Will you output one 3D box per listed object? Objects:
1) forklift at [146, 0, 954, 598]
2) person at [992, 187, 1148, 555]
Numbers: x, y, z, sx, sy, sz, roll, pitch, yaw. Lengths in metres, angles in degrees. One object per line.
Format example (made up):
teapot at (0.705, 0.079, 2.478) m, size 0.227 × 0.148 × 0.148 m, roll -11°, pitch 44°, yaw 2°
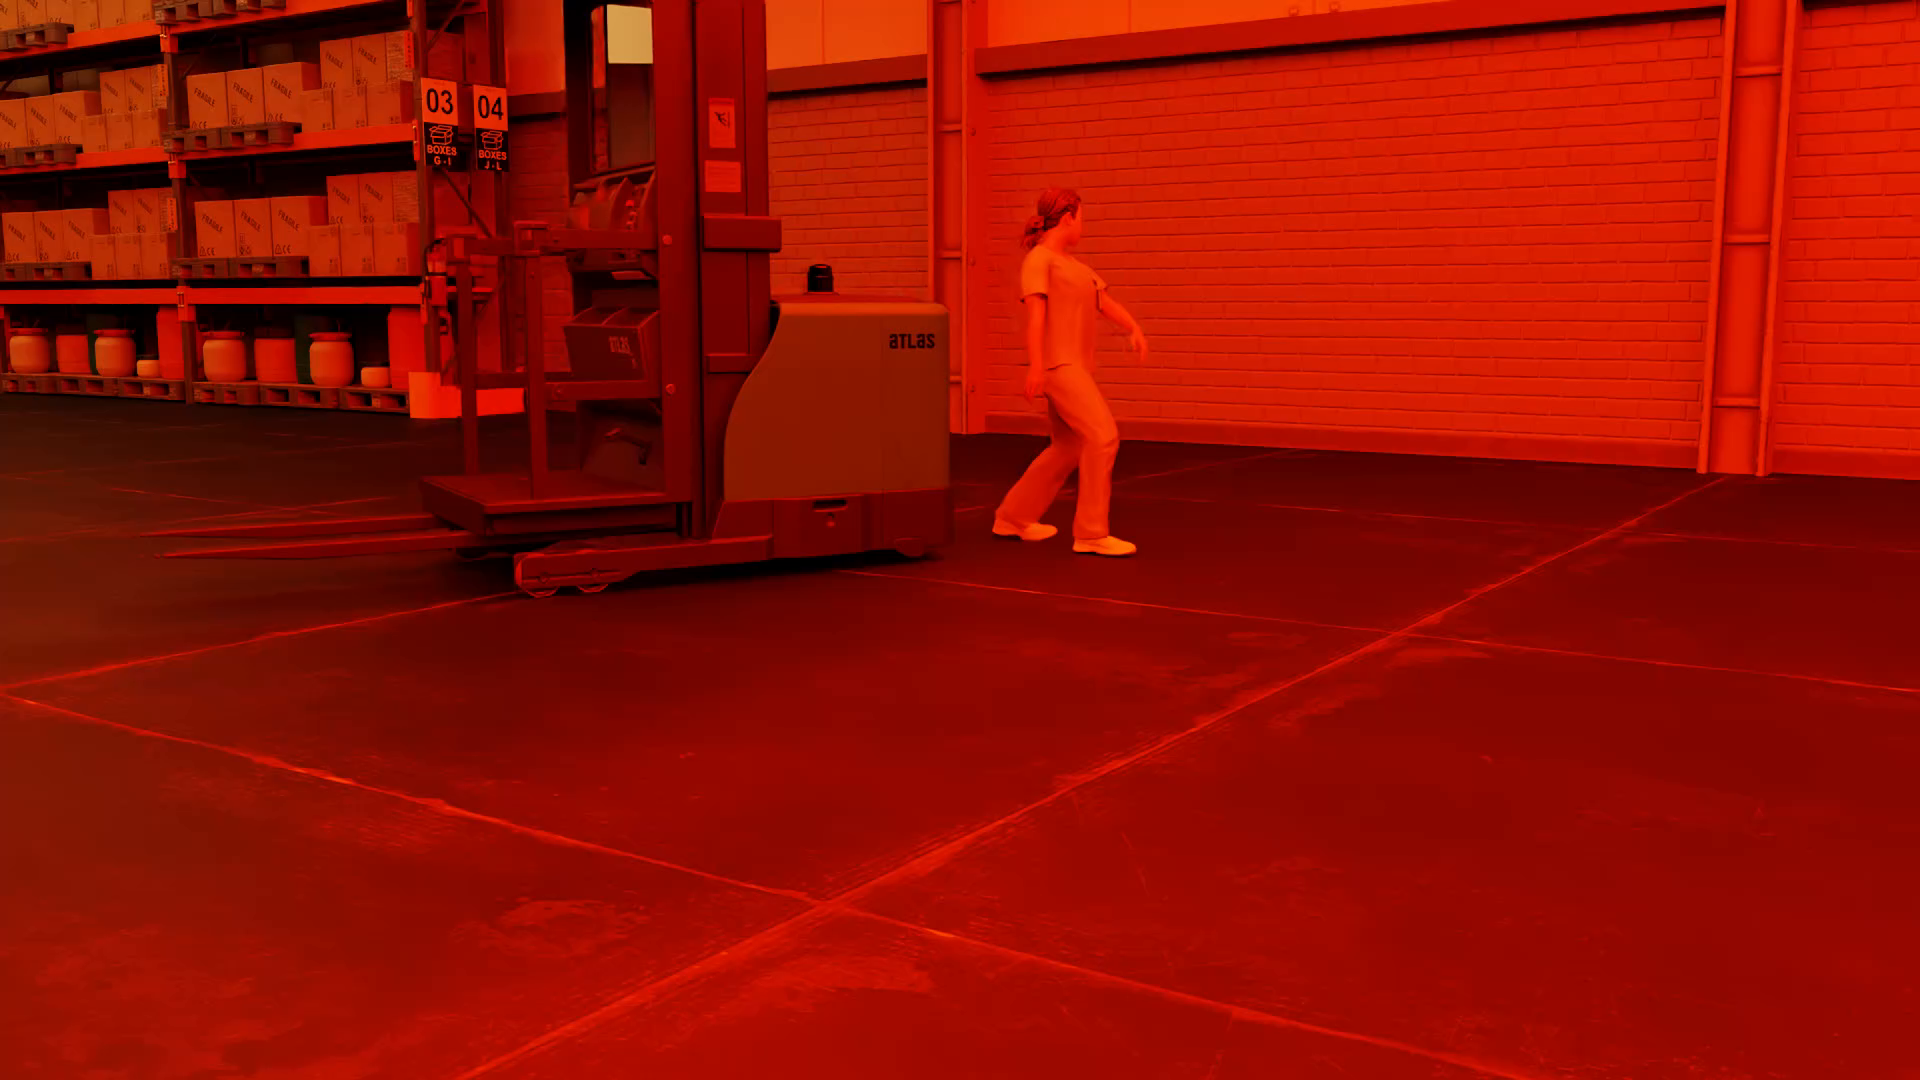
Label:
forklift at (-1.560, -1.323, 6.498) m, size 3.031 × 2.935 × 1.130 m, roll -5°, pitch 9°, yaw -30°
person at (0.447, -0.745, 7.258) m, size 0.759 × 1.578 × 0.614 m, roll 3°, pitch 9°, yaw 18°
